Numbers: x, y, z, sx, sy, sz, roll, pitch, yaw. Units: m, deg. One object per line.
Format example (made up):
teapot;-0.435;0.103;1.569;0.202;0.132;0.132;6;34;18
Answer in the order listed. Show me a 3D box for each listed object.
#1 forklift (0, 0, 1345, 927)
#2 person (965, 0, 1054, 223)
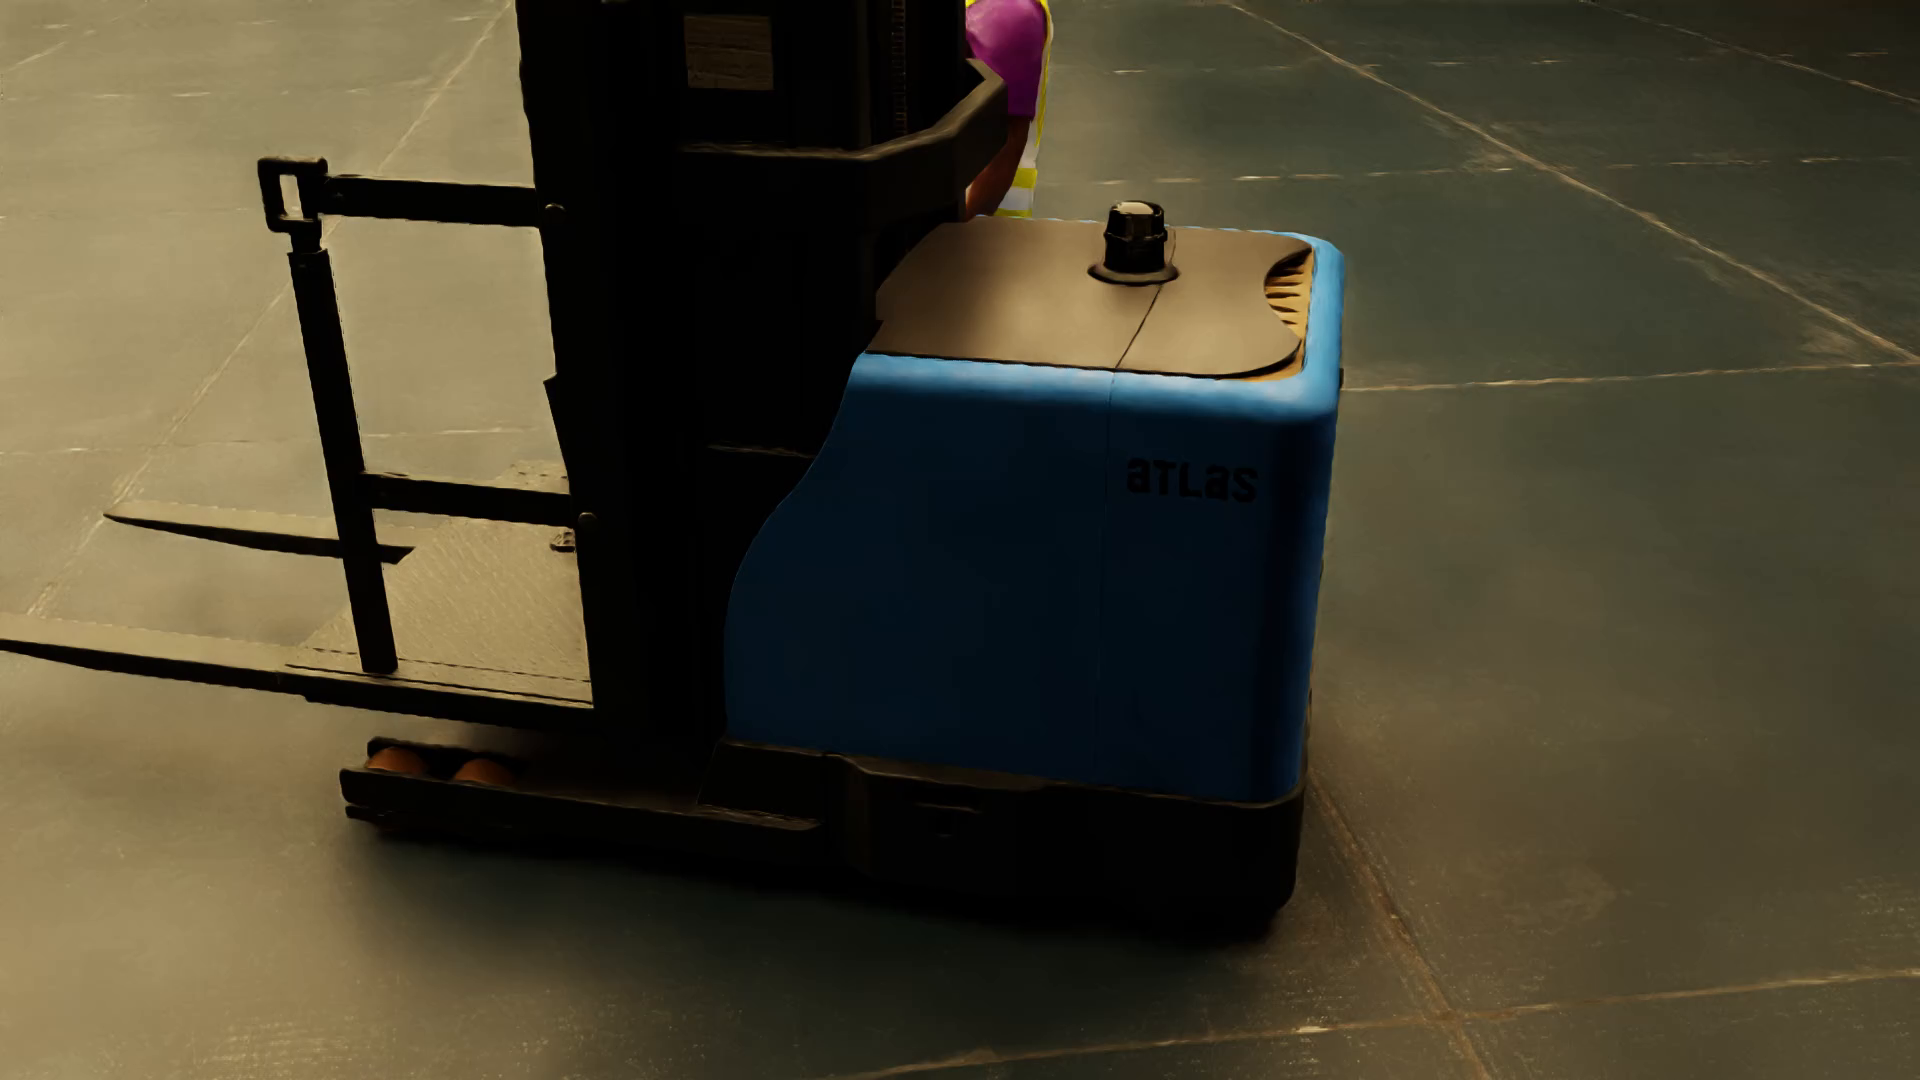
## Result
forklift;-0.766;-0.927;3.154;3.031;2.935;1.130;6;26;11
person;-0.069;-0.838;4.198;0.576;1.766;0.665;-3;26;-7
